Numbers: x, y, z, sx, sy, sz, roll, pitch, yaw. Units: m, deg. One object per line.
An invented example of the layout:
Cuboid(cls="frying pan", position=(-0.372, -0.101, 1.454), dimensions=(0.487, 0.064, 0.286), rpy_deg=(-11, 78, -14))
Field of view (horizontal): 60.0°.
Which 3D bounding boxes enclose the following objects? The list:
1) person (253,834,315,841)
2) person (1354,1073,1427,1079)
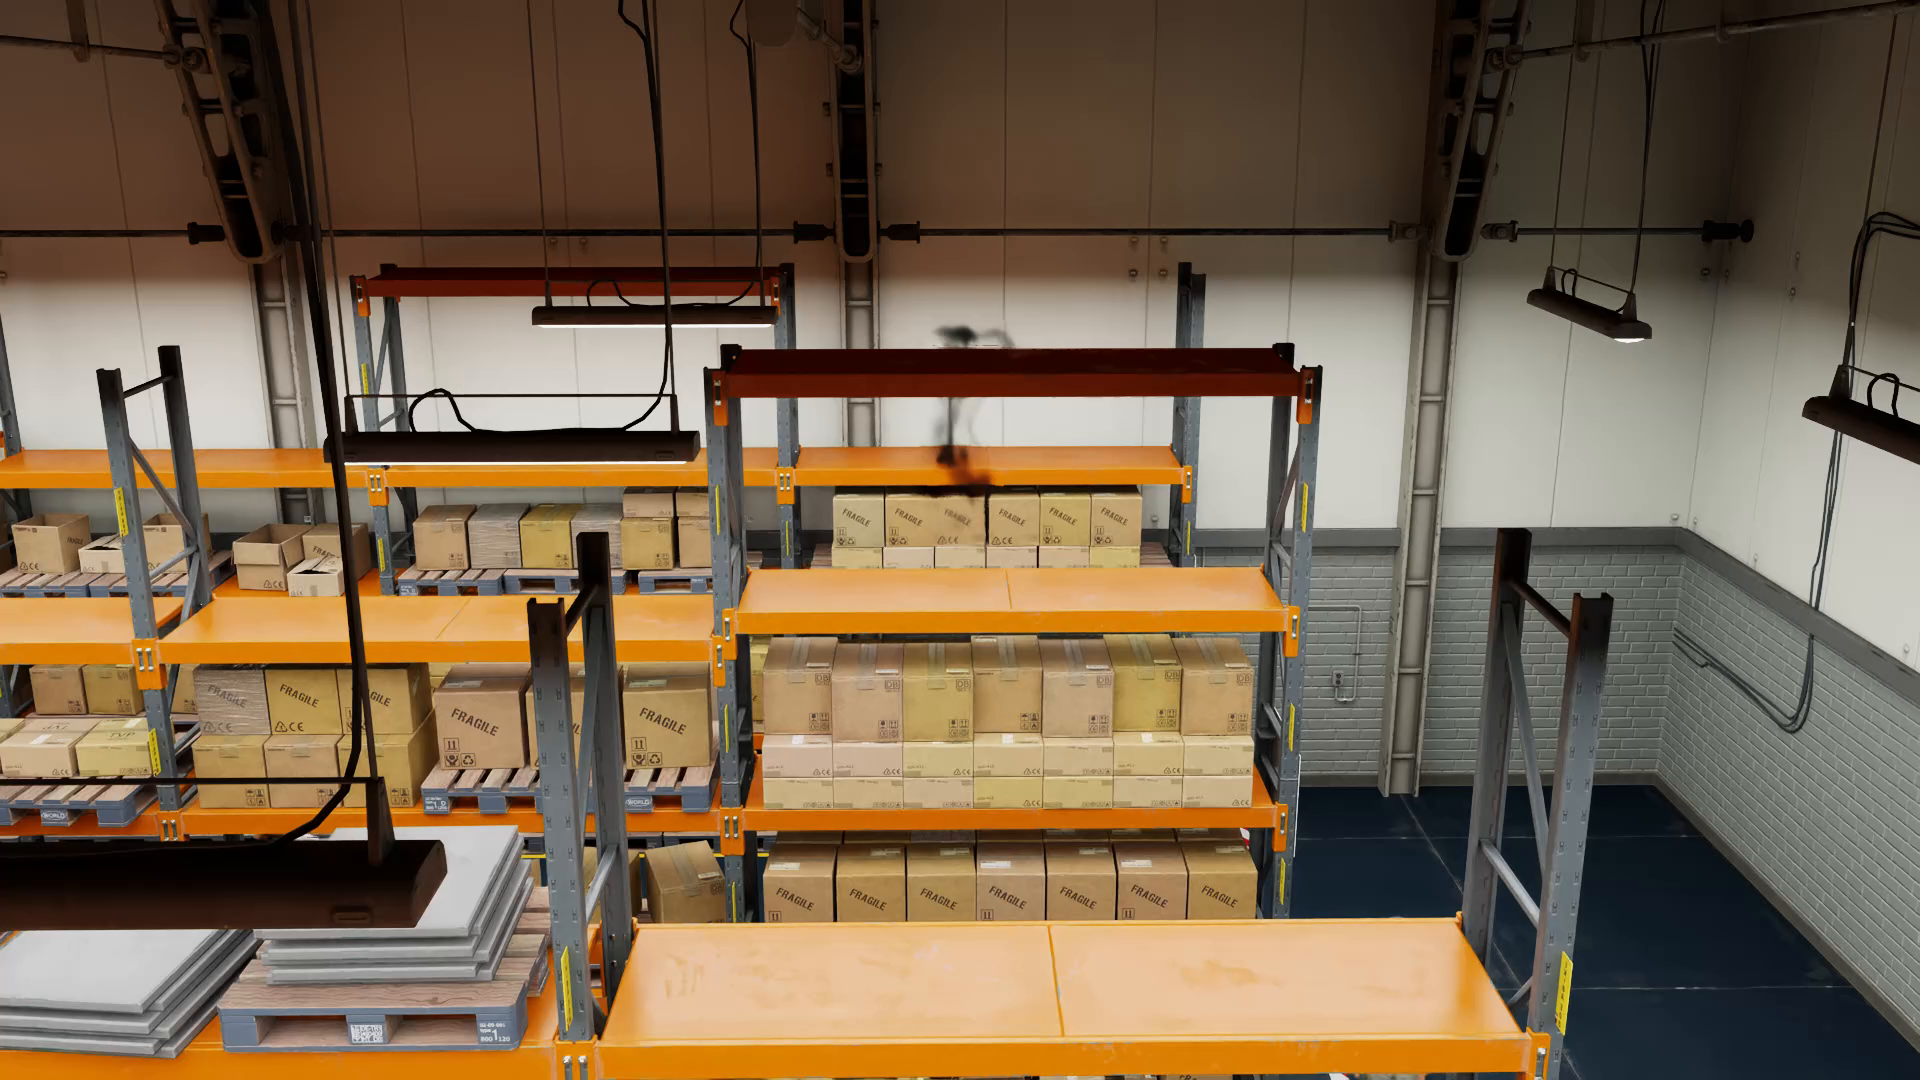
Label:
Cuboid(cls="person", position=(-5.996, 3.170, 14.822), dimensions=(0.677, 1.608, 0.602), rpy_deg=(-5, 17, -16))
Cuboid(cls="person", position=(3.215, 3.829, 12.366), dimensions=(0.697, 1.708, 0.564), rpy_deg=(5, 17, 15))
